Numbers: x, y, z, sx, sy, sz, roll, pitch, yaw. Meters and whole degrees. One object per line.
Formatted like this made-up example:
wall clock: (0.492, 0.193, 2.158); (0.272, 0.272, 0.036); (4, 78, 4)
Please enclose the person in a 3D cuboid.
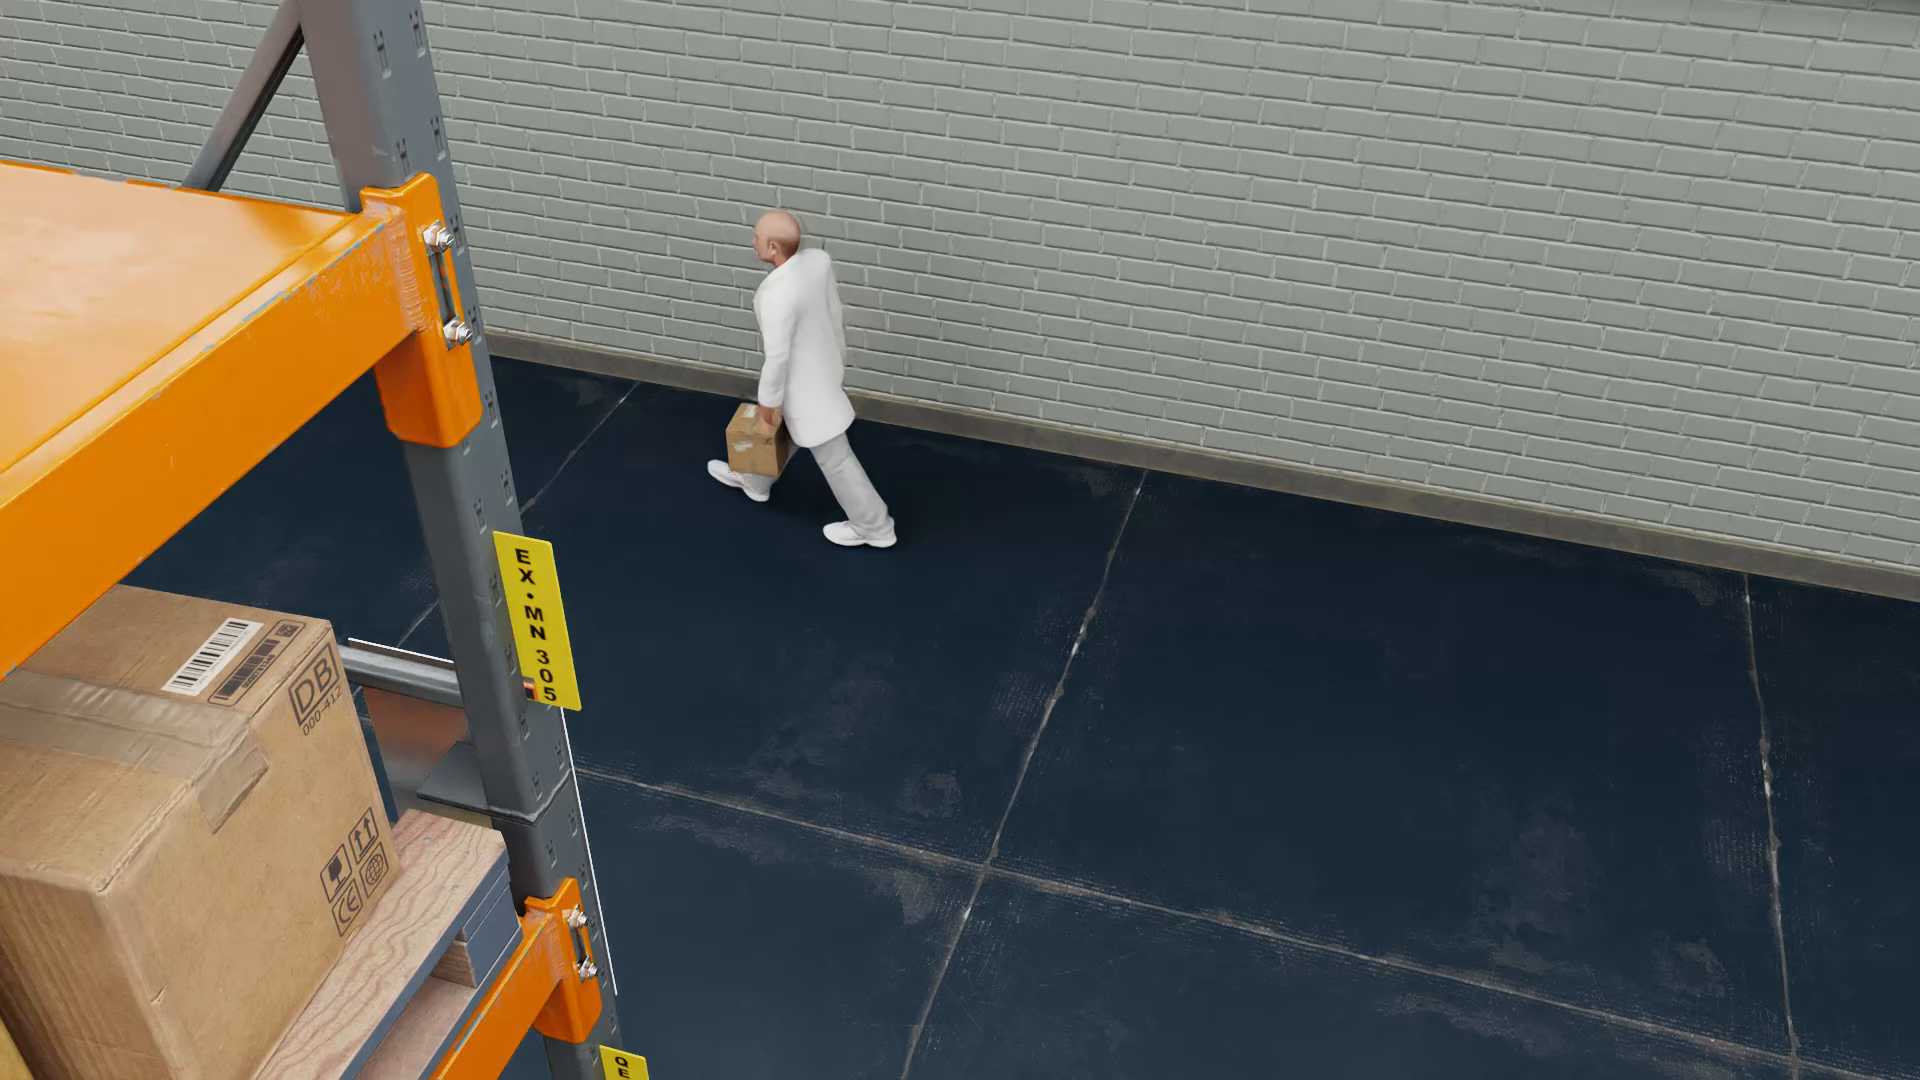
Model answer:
person: (-0.834, -0.776, 7.952); (1.101, 1.723, 0.591); (10, 38, 13)
